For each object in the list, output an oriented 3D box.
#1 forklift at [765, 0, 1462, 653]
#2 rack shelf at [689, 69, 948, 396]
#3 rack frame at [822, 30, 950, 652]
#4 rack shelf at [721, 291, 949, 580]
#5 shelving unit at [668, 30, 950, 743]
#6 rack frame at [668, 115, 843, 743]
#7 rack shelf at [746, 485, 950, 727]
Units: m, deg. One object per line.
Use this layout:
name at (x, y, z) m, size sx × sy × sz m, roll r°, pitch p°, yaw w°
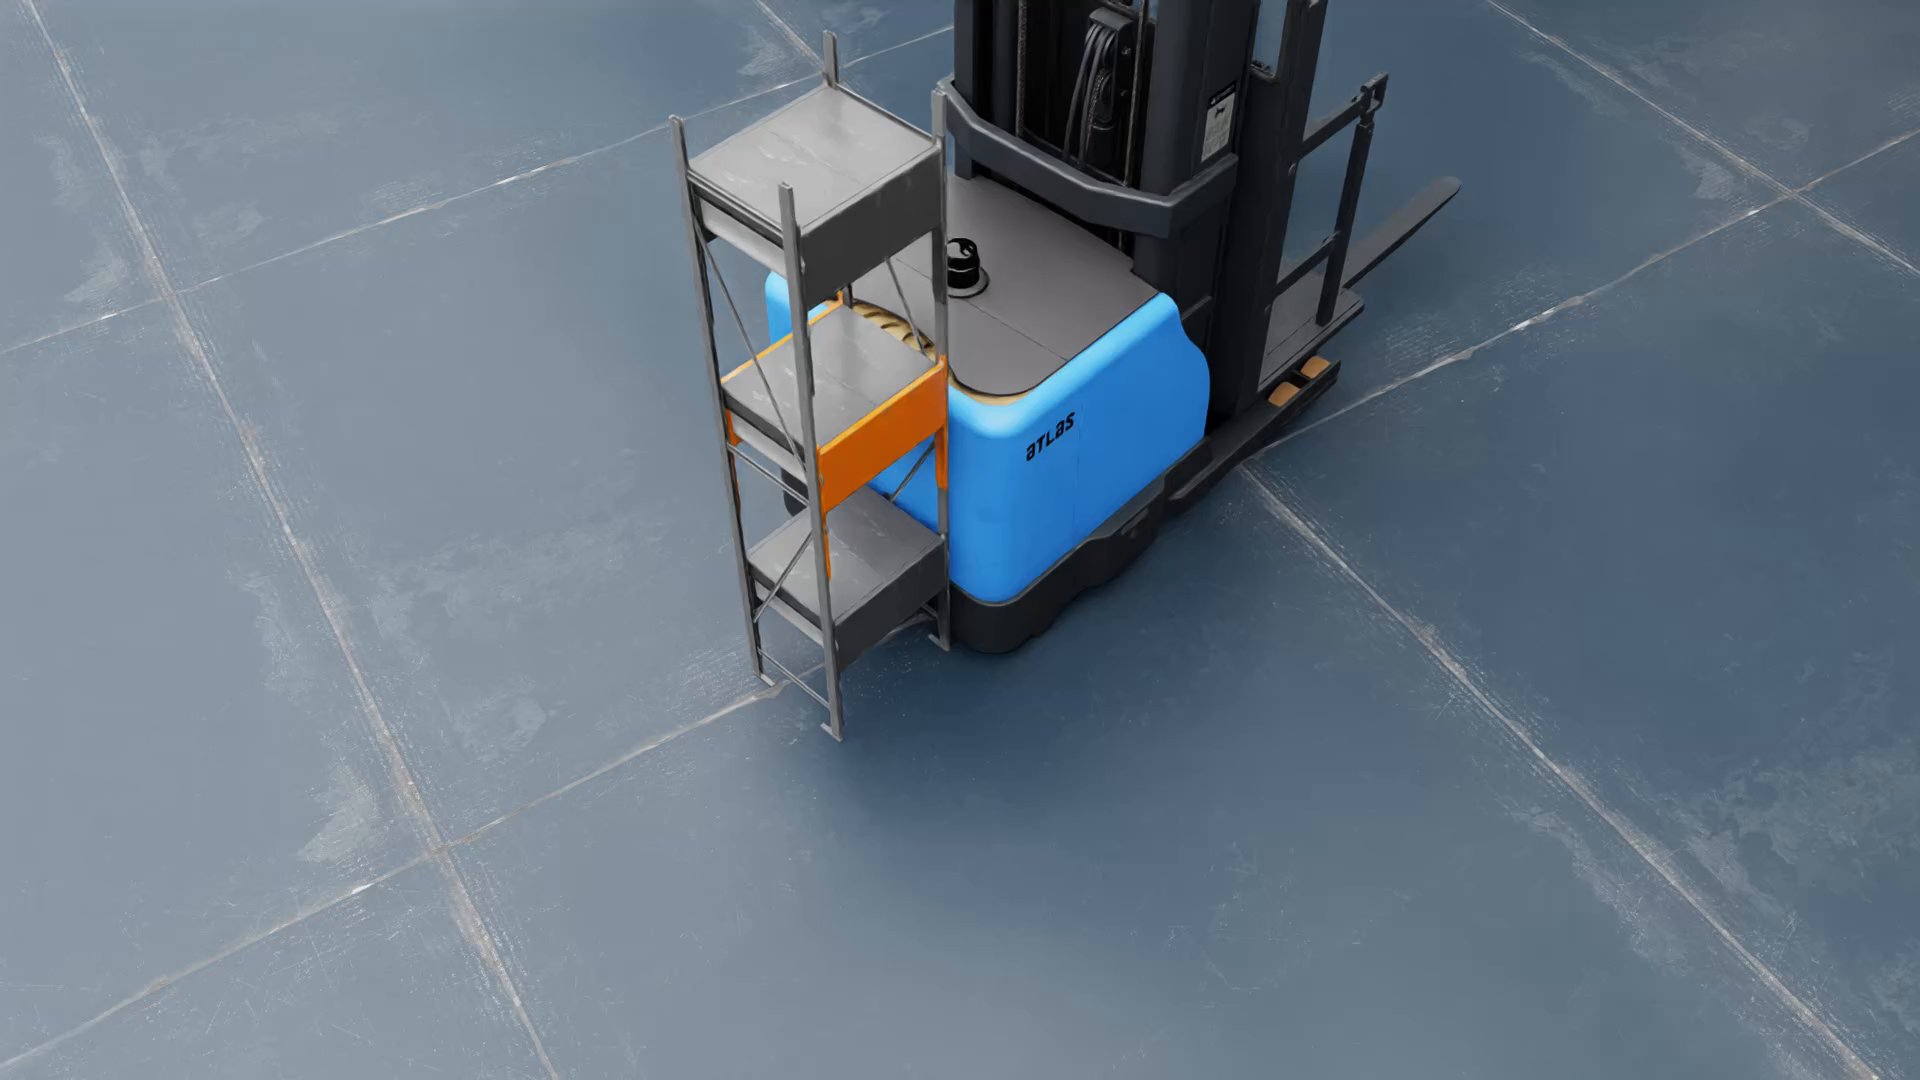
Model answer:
forklift at (0.762, -1.624, 5.234) m, size 1.130 × 2.935 × 3.031 m, roll 35°, pitch 57°, yaw 27°
rack shelf at (-0.349, -0.760, 4.102) m, size 0.431 × 0.518 × 0.480 m, roll 35°, pitch 57°, yaw 27°
rack frame at (-0.183, -0.437, 4.733) m, size 0.400 × 2.100 × 0.015 m, roll 35°, pitch 57°, yaw 27°
rack shelf at (-0.349, -0.295, 4.625) m, size 0.431 × 0.518 × 0.480 m, roll 35°, pitch 57°, yaw 27°
shelving unit at (-0.349, -0.304, 4.615) m, size 0.431 × 2.100 × 0.503 m, roll 35°, pitch 57°, yaw 27°
rack frame at (-0.515, -0.170, 4.496) m, size 0.400 × 2.100 × 0.015 m, roll 35°, pitch 57°, yaw 27°
rack shelf at (-0.349, 0.171, 5.147) m, size 0.431 × 0.518 × 0.480 m, roll 35°, pitch 57°, yaw 27°
